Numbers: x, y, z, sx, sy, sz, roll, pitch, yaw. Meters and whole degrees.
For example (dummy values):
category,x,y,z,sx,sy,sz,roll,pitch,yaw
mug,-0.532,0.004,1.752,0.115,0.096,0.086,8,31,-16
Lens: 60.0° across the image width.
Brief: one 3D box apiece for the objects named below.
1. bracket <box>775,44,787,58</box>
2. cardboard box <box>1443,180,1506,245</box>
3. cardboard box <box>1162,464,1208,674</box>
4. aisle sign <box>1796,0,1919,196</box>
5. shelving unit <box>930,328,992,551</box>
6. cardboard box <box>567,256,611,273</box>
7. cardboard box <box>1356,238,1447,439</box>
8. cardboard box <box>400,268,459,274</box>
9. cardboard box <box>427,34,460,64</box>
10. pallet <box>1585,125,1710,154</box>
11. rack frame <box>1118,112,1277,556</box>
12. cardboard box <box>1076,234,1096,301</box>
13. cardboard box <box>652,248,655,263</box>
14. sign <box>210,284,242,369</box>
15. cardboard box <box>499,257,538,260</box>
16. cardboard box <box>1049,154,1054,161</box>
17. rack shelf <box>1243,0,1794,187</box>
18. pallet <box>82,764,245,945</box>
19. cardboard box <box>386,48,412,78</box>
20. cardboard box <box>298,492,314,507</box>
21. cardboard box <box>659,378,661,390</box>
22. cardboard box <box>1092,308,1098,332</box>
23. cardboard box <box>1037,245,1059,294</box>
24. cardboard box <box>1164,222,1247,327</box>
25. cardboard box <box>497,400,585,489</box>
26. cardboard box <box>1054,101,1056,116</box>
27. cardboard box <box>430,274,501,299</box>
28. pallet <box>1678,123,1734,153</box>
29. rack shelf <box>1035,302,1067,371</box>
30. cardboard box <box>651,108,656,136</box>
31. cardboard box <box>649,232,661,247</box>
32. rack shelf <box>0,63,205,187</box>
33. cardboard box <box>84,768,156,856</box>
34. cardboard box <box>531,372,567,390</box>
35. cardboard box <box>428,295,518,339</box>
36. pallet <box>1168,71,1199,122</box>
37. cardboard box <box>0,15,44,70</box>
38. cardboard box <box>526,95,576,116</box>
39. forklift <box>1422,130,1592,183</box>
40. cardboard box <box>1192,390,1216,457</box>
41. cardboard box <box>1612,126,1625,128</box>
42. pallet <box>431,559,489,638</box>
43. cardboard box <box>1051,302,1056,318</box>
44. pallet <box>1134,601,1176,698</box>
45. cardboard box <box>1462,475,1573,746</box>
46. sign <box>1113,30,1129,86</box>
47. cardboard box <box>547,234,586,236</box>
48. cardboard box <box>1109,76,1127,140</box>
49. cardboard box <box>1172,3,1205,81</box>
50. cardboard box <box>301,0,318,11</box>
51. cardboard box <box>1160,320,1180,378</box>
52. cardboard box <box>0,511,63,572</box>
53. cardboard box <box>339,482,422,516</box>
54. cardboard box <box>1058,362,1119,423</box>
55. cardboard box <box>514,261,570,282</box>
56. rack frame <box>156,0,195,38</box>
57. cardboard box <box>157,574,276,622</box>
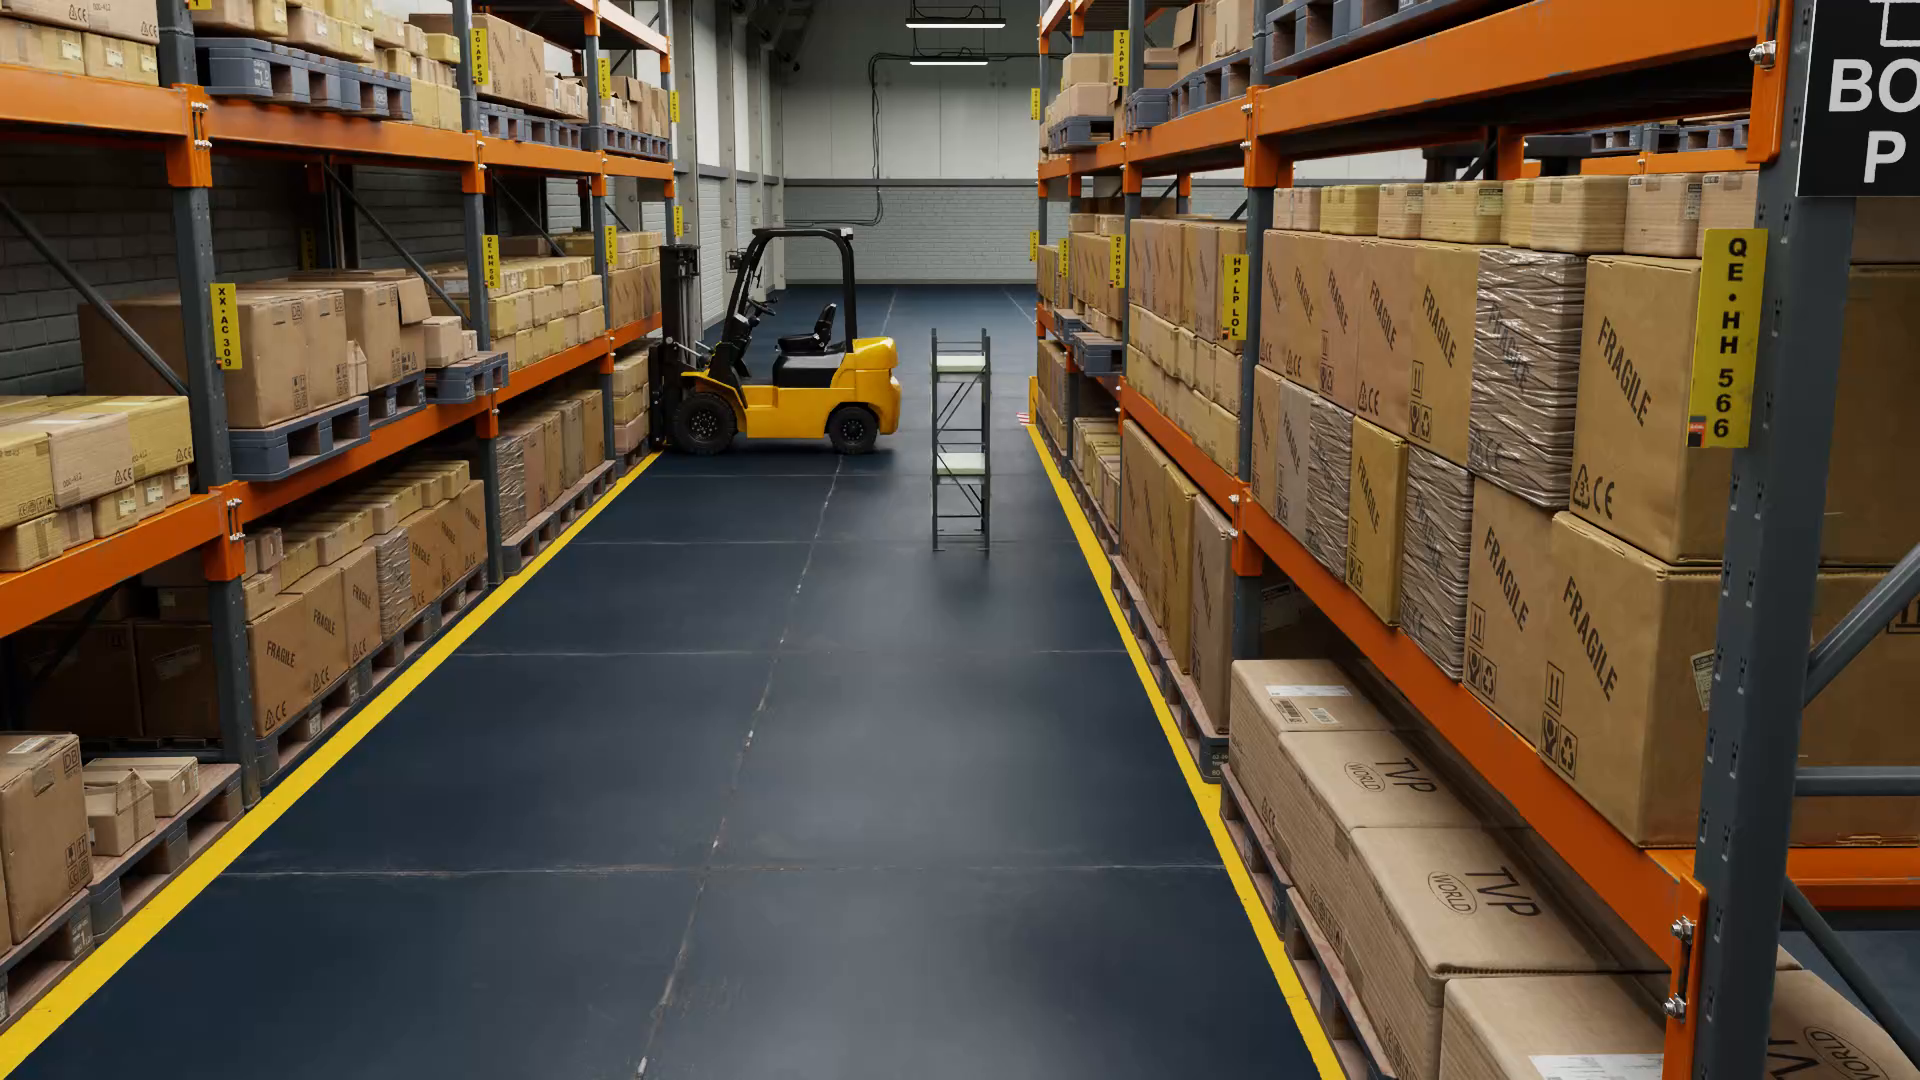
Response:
category,x,y,z,sx,sy,sz,roll,pitch,yaw
bracket,-4.693,-12.707,43.006,0.076,0.066,4.783,0,11,-1
cardboard box,1.401,-0.796,4.040,0.380,0.149,0.250,0,11,0
cardboard box,1.488,0.123,8.197,0.875,0.875,0.875,0,11,0
aisle sign,1.382,-0.873,2.282,0.394,0.787,0.004,0,11,-1
shelving unit,0.000,-0.736,11.917,0.431,1.500,0.755,0,11,-1
cardboard box,-3.264,-2.411,14.514,0.380,0.149,0.250,0,11,-2
cardboard box,1.387,-0.551,4.464,0.500,0.500,0.500,0,11,-2
cardboard box,-3.711,-1.819,11.598,0.380,0.149,0.250,0,11,-1
cardboard box,-3.135,-2.855,9.668,0.380,0.149,0.250,0,11,1
pallet,6.383,-3.630,15.087,1.003,0.211,1.213,0,11,-1
rack frame,1.525,-1.205,10.456,1.000,3.000,0.127,0,11,-1
cardboard box,1.173,-2.109,12.853,0.500,0.500,0.500,0,11,-1
cardboard box,-3.290,-2.869,16.773,0.380,0.149,0.250,-1,11,-3
sign,-2.813,-0.817,6.365,0.100,0.325,0.005,0,11,-1
cardboard box,-3.727,-2.275,13.848,0.380,0.149,0.250,0,11,-2
cardboard box,1.072,-3.818,16.424,0.380,0.149,0.250,0,11,-1
rack shelf,1.649,-1.130,4.350,1.077,0.370,4.000,0,11,-1
pallet,-3.342,1.114,6.037,1.003,0.211,1.213,0,11,-1
cardboard box,-3.175,-2.553,8.931,0.380,0.149,0.250,0,11,-1
cardboard box,-3.708,-0.170,8.951,0.380,0.149,0.250,0,11,-2
cardboard box,-3.242,-1.480,16.414,0.500,0.250,0.500,0,11,-1
cardboard box,1.138,-1.560,11.779,0.380,0.149,0.250,0,11,0
cardboard box,1.092,-2.895,17.785,0.500,0.500,0.500,0,11,-2
cardboard box,1.313,-1.343,8.371,0.500,0.500,0.500,0,11,0
cardboard box,-3.490,-0.763,13.194,0.875,0.625,0.625,0,11,-2
cardboard box,1.090,-4.108,15.846,0.380,0.149,0.250,0,11,0
cardboard box,-3.150,-1.616,10.595,0.380,0.149,0.250,0,11,1
pallet,6.457,-3.235,13.398,0.805,0.209,1.217,-1,11,-3
rack shelf,1.401,-2.045,16.406,1.077,0.370,4.000,0,11,-1
cardboard box,-3.277,-4.220,16.799,0.396,0.266,0.258,0,11,-1
cardboard box,-3.316,-3.116,17.243,0.380,0.149,0.250,0,11,0
rack shelf,-3.314,-1.109,4.246,1.077,0.370,4.000,0,11,-1
cardboard box,-3.042,0.926,5.773,0.396,0.266,0.258,0,11,1
cardboard box,-3.724,-1.425,14.881,0.500,0.250,0.500,0,11,0
cardboard box,-3.178,-1.445,10.757,0.500,0.250,0.500,0,11,-1
pallet,1.617,-2.233,8.451,1.003,0.211,1.213,0,11,1
cardboard box,-3.053,-1.515,5.069,0.380,0.149,0.250,0,11,-1
cardboard box,-3.194,-3.364,12.875,0.380,0.149,0.250,0,11,-1
forklift,3.323,-1.263,10.913,1.130,2.935,3.031,0,11,1
cardboard box,1.337,-0.526,7.485,0.500,0.250,0.500,0,11,-2
cardboard box,6.057,-3.764,14.847,0.380,0.149,0.250,0,11,0
pallet,-3.460,0.331,9.897,1.003,0.211,1.213,0,11,-1
cardboard box,1.090,-2.244,16.207,0.380,0.149,0.250,0,11,-1
pallet,1.488,0.560,8.767,1.003,0.211,1.213,0,11,-1
cardboard box,1.420,0.141,3.567,0.500,0.500,0.500,0,11,-2
sign,0.982,-2.927,10.097,0.100,0.325,0.005,0,11,-1
cardboard box,-3.797,-2.859,15.978,0.380,0.149,0.250,0,11,0
cardboard box,1.465,-3.029,11.641,0.797,0.503,0.637,0,11,-1
cardboard box,1.684,-2.857,9.739,0.797,0.503,0.637,-1,12,-5
cardboard box,-2.994,-2.352,7.140,0.380,0.149,0.250,0,11,-2
cardboard box,1.293,-0.972,8.427,0.500,0.250,0.500,0,11,0
cardboard box,-3.028,0.003,5.134,0.380,0.149,0.250,0,11,-2
cardboard box,-3.216,-0.226,9.230,0.380,0.149,0.250,0,11,1
cardboard box,1.162,-1.343,15.106,0.500,0.500,0.500,0,11,-2
cardboard box,-3.235,-2.075,12.860,0.380,0.149,0.250,-1,11,-3
rack frame,-3.355,-3.329,5.836,1.000,3.000,0.127,0,11,-1
cardboard box,-3.096,0.240,6.931,0.380,0.149,0.250,0,11,2
